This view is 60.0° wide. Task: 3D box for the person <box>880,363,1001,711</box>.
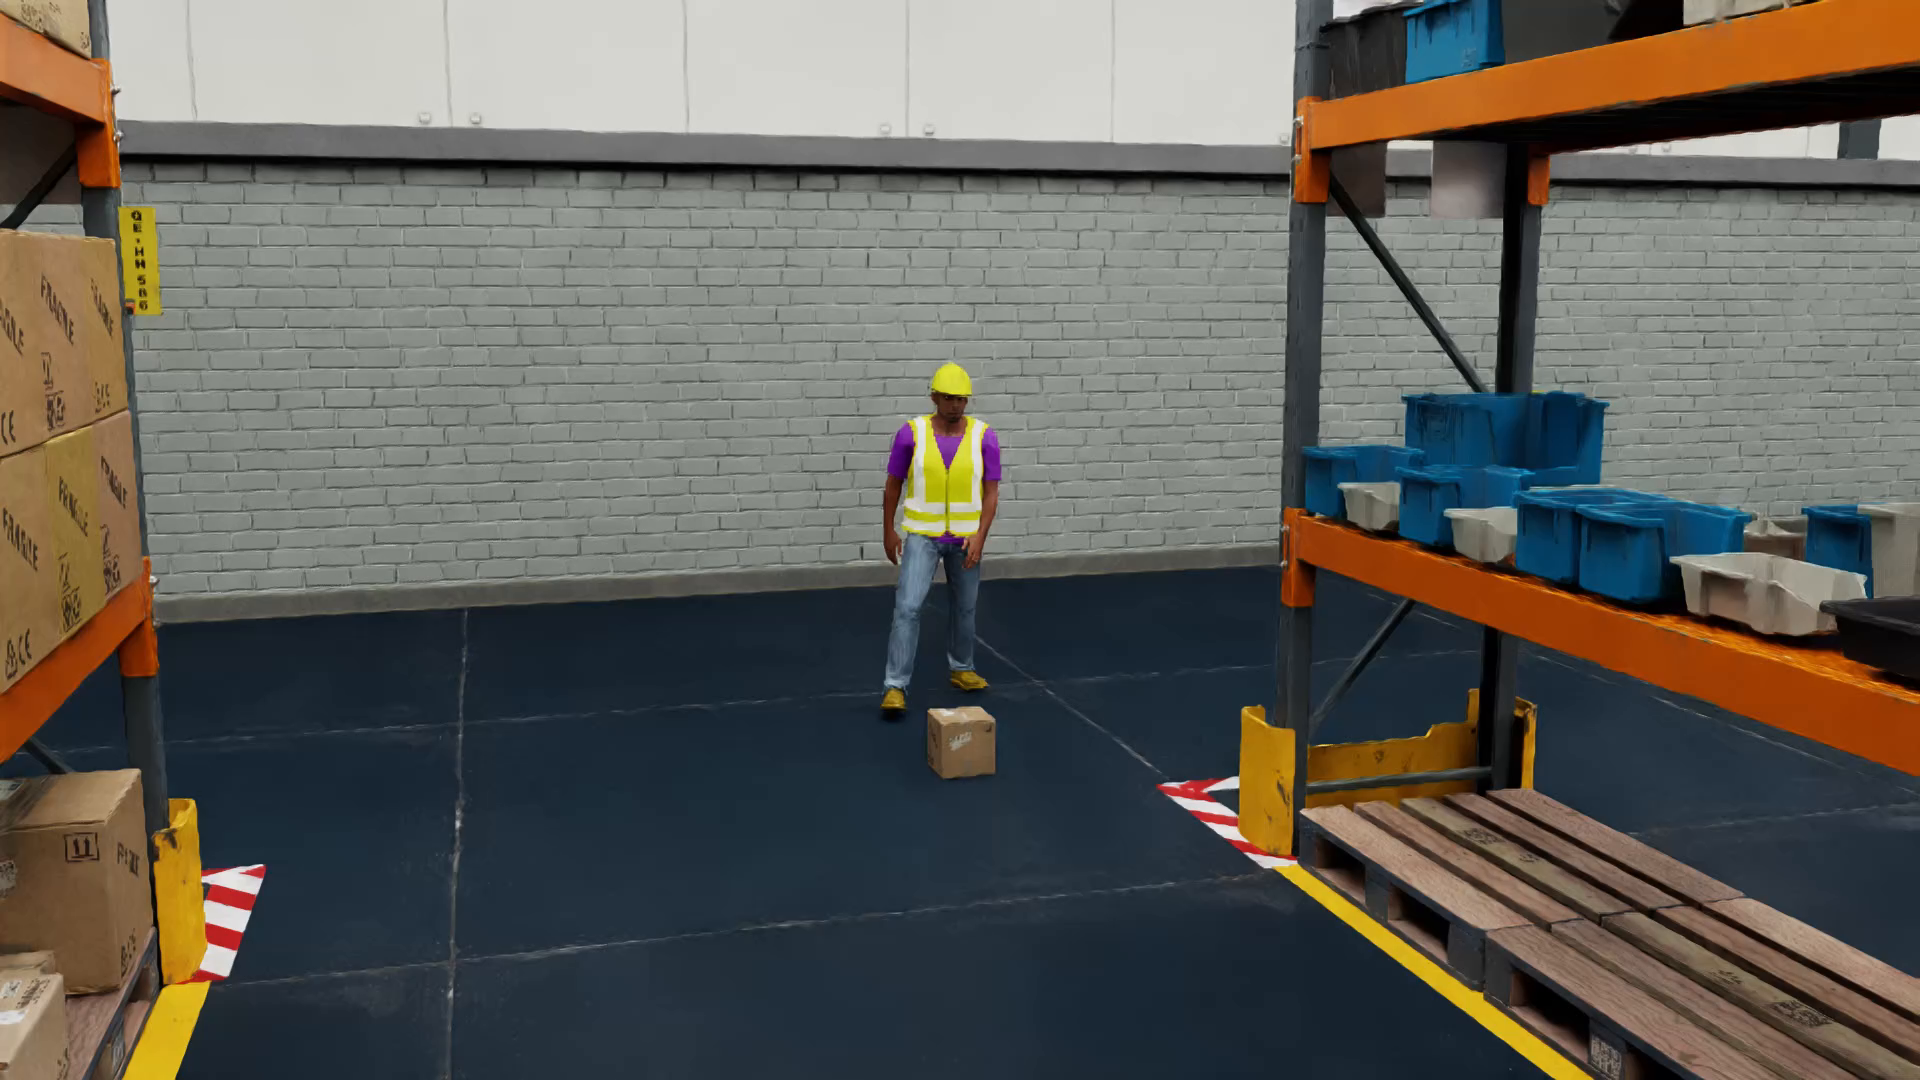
[{"bbox_3d":[-0.115,-0.027,8.467,0.663,1.740,0.771,-1,9,-9],"label":"person"}]
